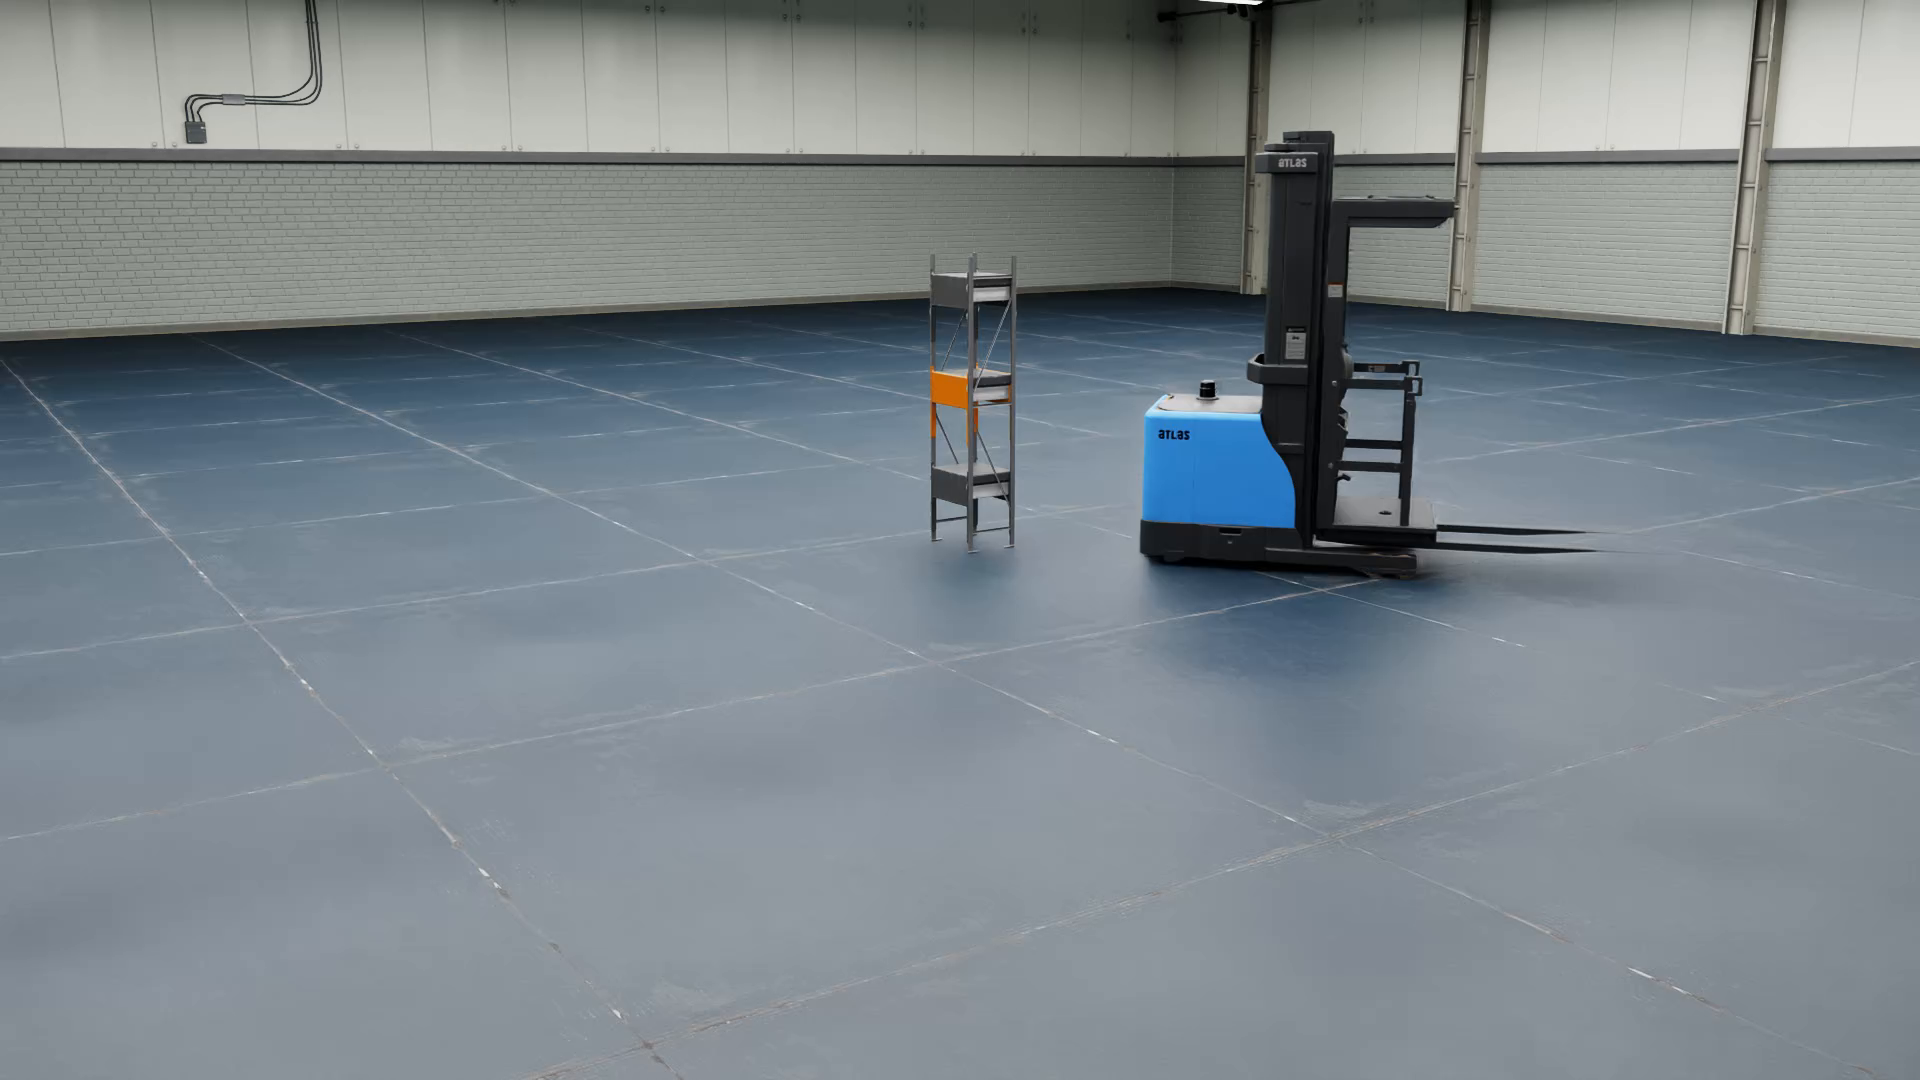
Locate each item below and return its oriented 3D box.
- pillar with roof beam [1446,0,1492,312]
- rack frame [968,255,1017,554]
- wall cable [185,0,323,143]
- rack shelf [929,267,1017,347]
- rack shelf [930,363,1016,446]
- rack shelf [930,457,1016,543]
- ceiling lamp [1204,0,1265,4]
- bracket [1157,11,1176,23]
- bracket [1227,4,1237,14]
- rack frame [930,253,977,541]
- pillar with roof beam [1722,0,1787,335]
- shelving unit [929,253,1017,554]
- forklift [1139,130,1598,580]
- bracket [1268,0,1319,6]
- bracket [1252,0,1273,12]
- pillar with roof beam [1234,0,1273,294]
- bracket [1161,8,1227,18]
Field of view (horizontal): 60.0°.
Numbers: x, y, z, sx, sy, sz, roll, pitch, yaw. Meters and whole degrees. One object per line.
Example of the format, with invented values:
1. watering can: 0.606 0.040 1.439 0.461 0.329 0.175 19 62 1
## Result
1. pillar with roof beam: 6.442 -8.495 30.145 9.100 9.000 0.400 -8 15 -33
2. rack frame: 0.227 -0.953 11.804 0.400 2.100 0.015 -8 15 -33
3. wall cable: -12.141 -9.806 28.179 2.305 6.003 0.169 -8 15 -33
4. rack shelf: 0.092 -1.667 11.856 0.431 0.518 0.480 -8 15 -33
5. rack shelf: 0.092 -0.983 12.006 0.431 0.518 0.480 -8 15 -33
6. rack shelf: 0.092 -0.299 12.155 0.431 0.518 0.480 -8 15 -33
7. ceiling lamp: 4.713 -11.649 30.903 2.000 3.185 0.800 -8 15 -33
8. bracket: 4.863 -12.284 39.043 0.235 0.232 0.430 -8 15 -33
9. bracket: 6.176 -11.862 37.115 0.235 0.232 0.430 -8 15 -33
10. rack frame: -0.043 -1.040 12.201 0.400 2.100 0.015 -8 15 -33
11. pillar with roof beam: 9.767 -7.428 25.265 9.100 9.000 0.400 -8 15 -33
12. shelving unit: 0.092 -0.996 12.003 0.431 2.100 0.503 -8 15 -33
13. forklift: 2.831 -1.292 11.410 3.031 2.935 1.130 3 13 14
14. bracket: 8.064 -11.256 34.345 0.076 0.066 4.783 -8 15 -33
15. bracket: 6.636 -11.714 36.440 0.235 0.232 0.430 -8 15 -33
16. pillar with roof beam: 3.118 -9.562 35.024 9.100 9.000 0.548 -8 15 -33
17. bracket: 5.191 -12.178 38.562 0.076 0.066 3.189 -8 15 -33
